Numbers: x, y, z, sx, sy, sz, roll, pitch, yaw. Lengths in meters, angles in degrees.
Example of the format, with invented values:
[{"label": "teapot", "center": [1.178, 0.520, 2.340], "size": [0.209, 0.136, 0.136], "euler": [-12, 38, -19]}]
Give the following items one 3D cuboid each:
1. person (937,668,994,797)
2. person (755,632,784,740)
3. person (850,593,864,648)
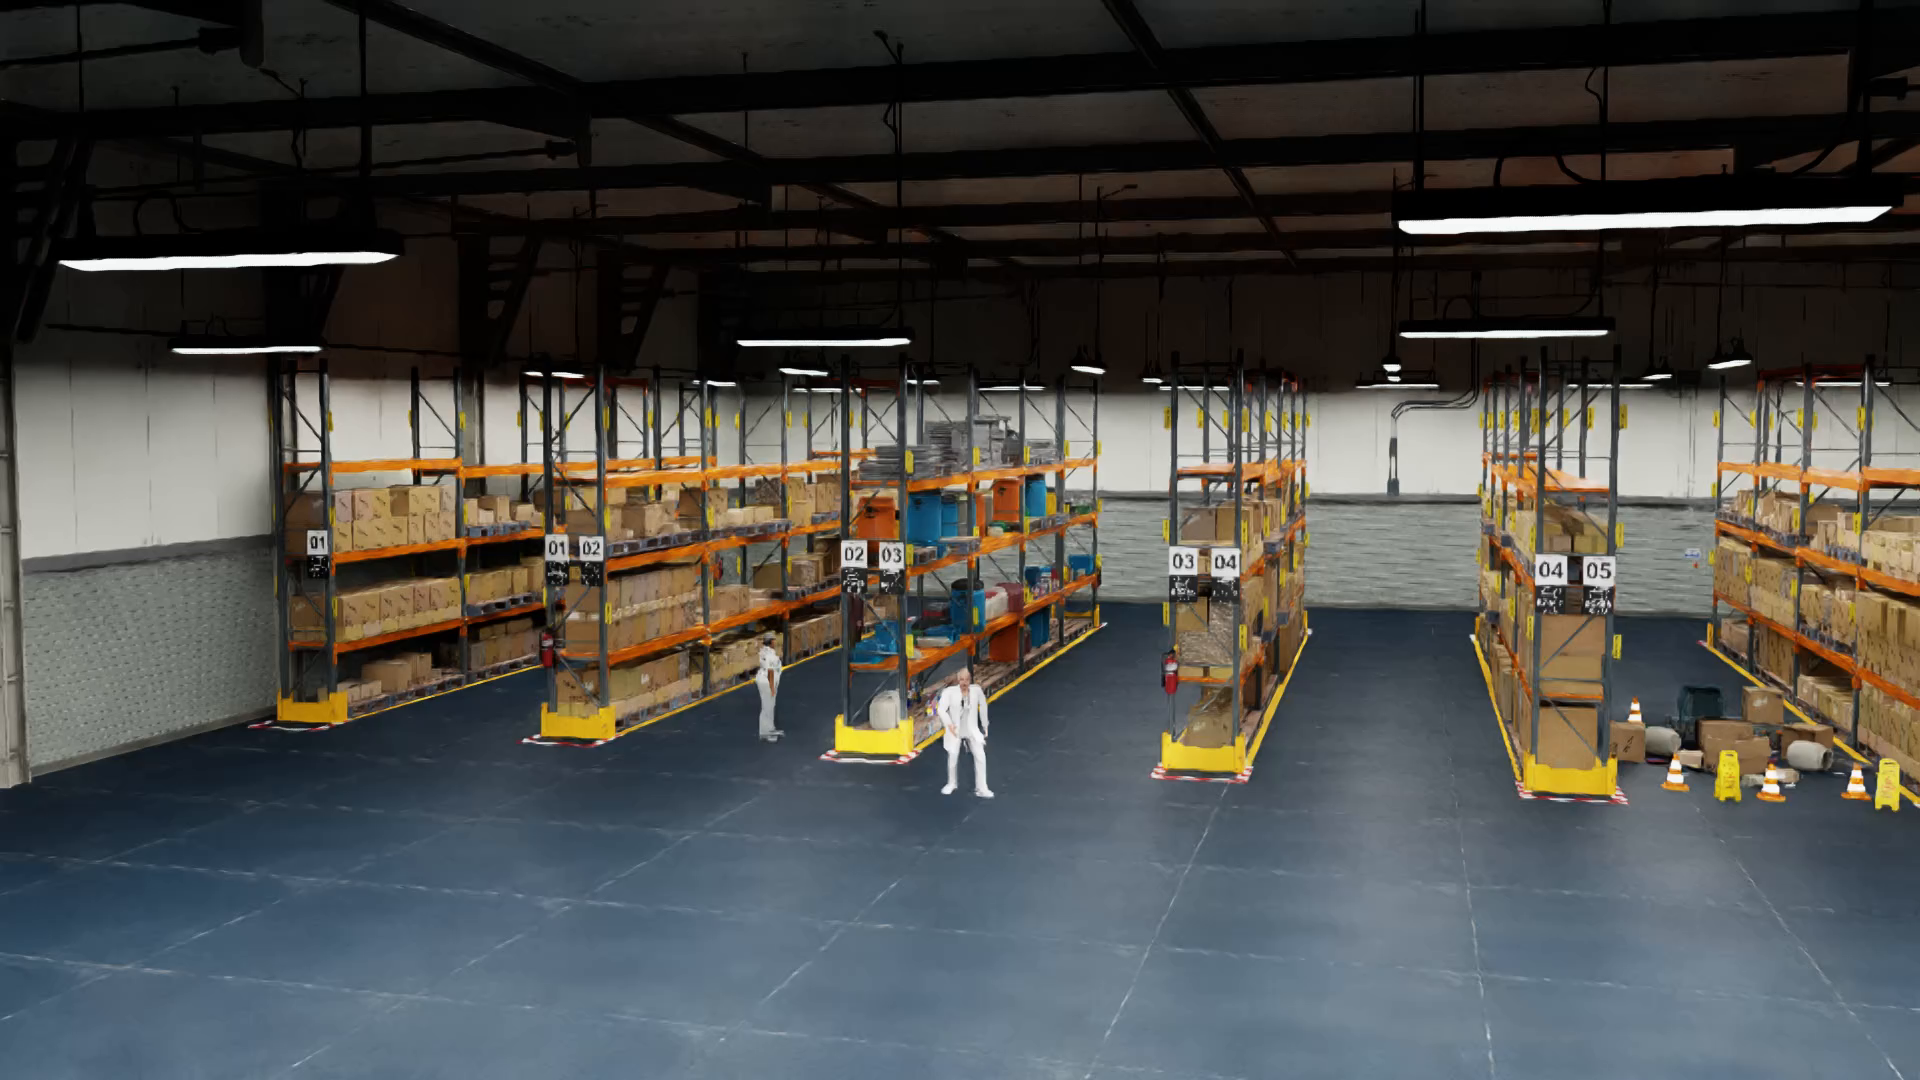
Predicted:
[{"label": "person", "center": [0.054, 2.545, 22.129], "size": [0.728, 1.722, 0.853], "euler": [0, 4, -4]}, {"label": "person", "center": [-2.983, 2.282, 26.150], "size": [0.449, 1.668, 0.530], "euler": [-1, 4, -16]}, {"label": "person", "center": [-2.087, 1.627, 34.318], "size": [0.522, 1.788, 0.652], "euler": [-1, 4, -8]}]
